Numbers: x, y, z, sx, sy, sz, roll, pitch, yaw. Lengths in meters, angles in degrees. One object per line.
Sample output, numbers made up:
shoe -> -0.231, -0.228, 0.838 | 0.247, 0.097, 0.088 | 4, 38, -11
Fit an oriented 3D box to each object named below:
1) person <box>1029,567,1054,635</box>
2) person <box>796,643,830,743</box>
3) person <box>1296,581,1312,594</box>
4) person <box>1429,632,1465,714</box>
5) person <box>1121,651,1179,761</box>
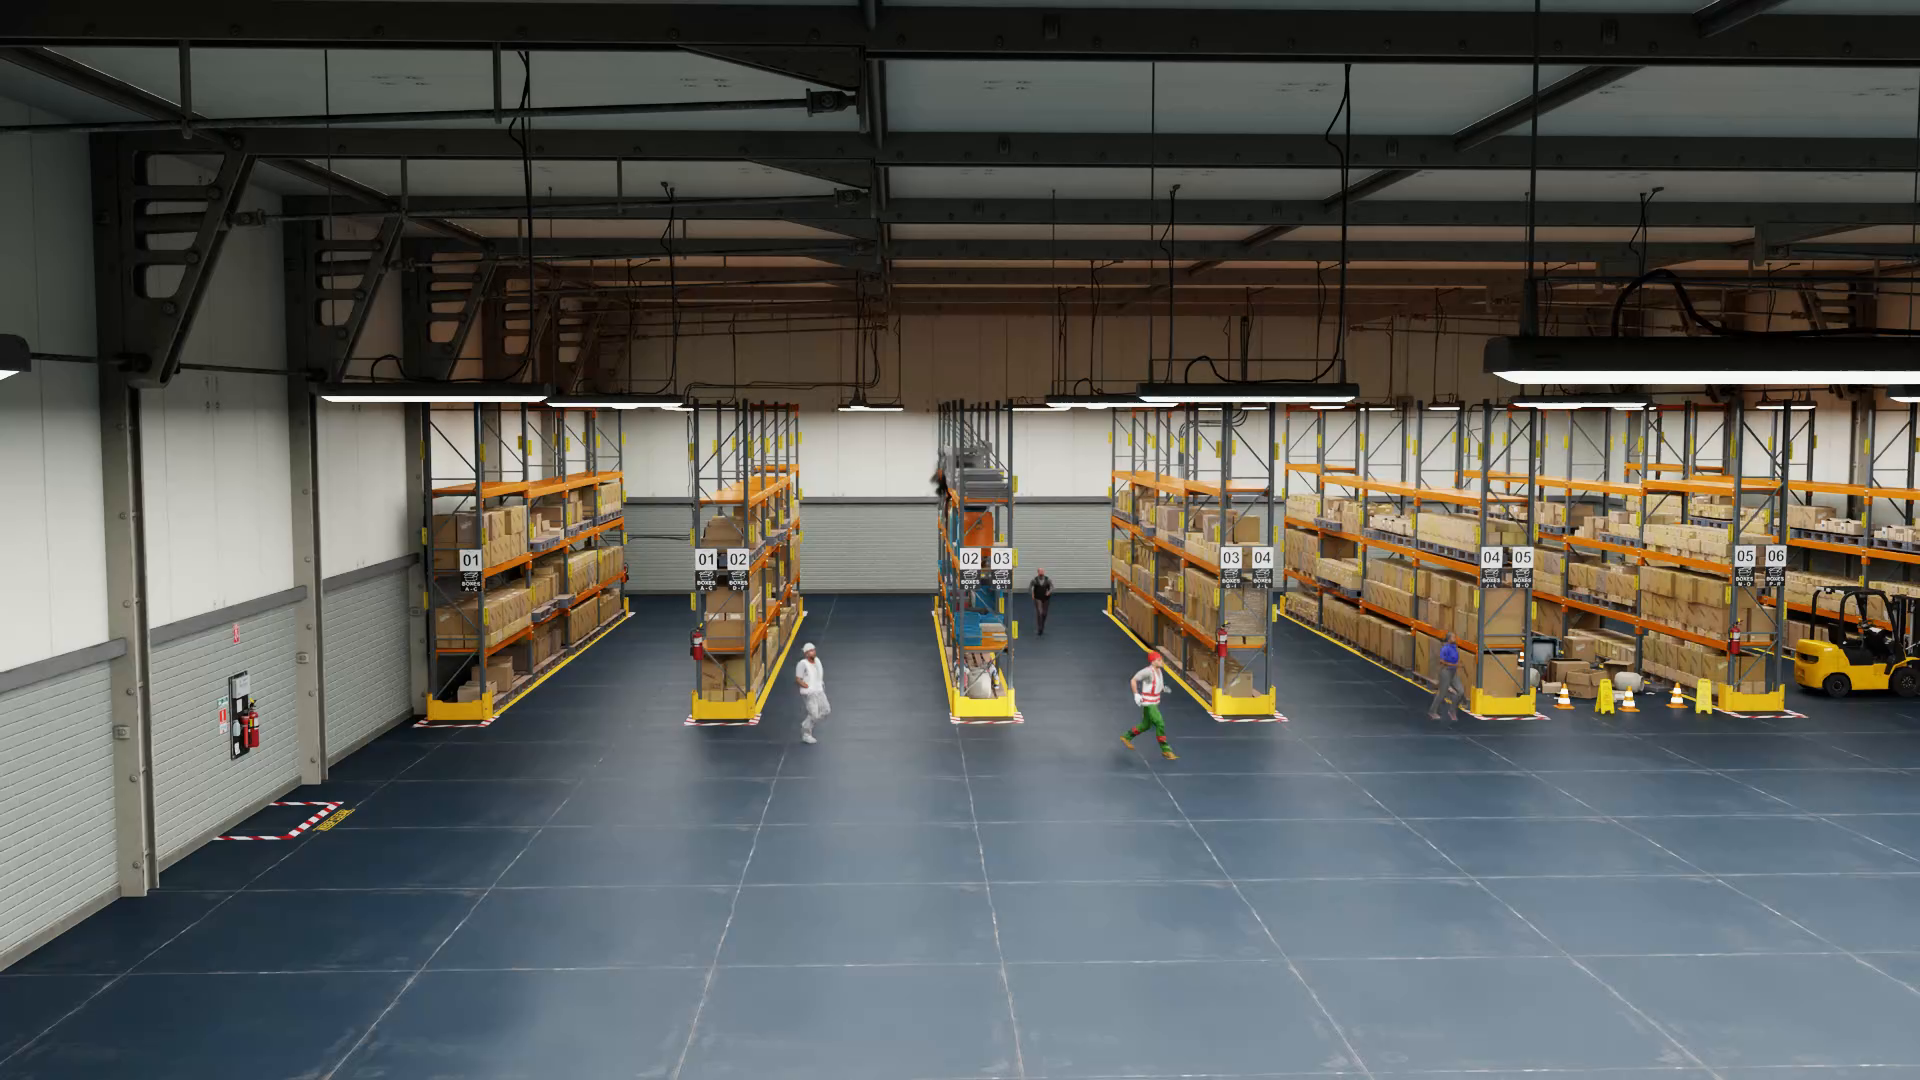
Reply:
person -> 2.130, 1.593, 43.353 | 0.652, 1.694, 0.808 | 0, 4, -5
person -> -2.553, 2.658, 28.946 | 0.527, 1.739, 0.690 | 3, 5, 33
person -> 10.150, 1.154, 48.969 | 0.809, 1.728, 0.663 | 3, 5, 32
person -> 9.120, 2.477, 30.984 | 0.581, 1.540, 0.646 | -4, 6, -41
person -> 3.146, 2.729, 27.629 | 1.054, 1.789, 0.687 | 3, 5, 30
